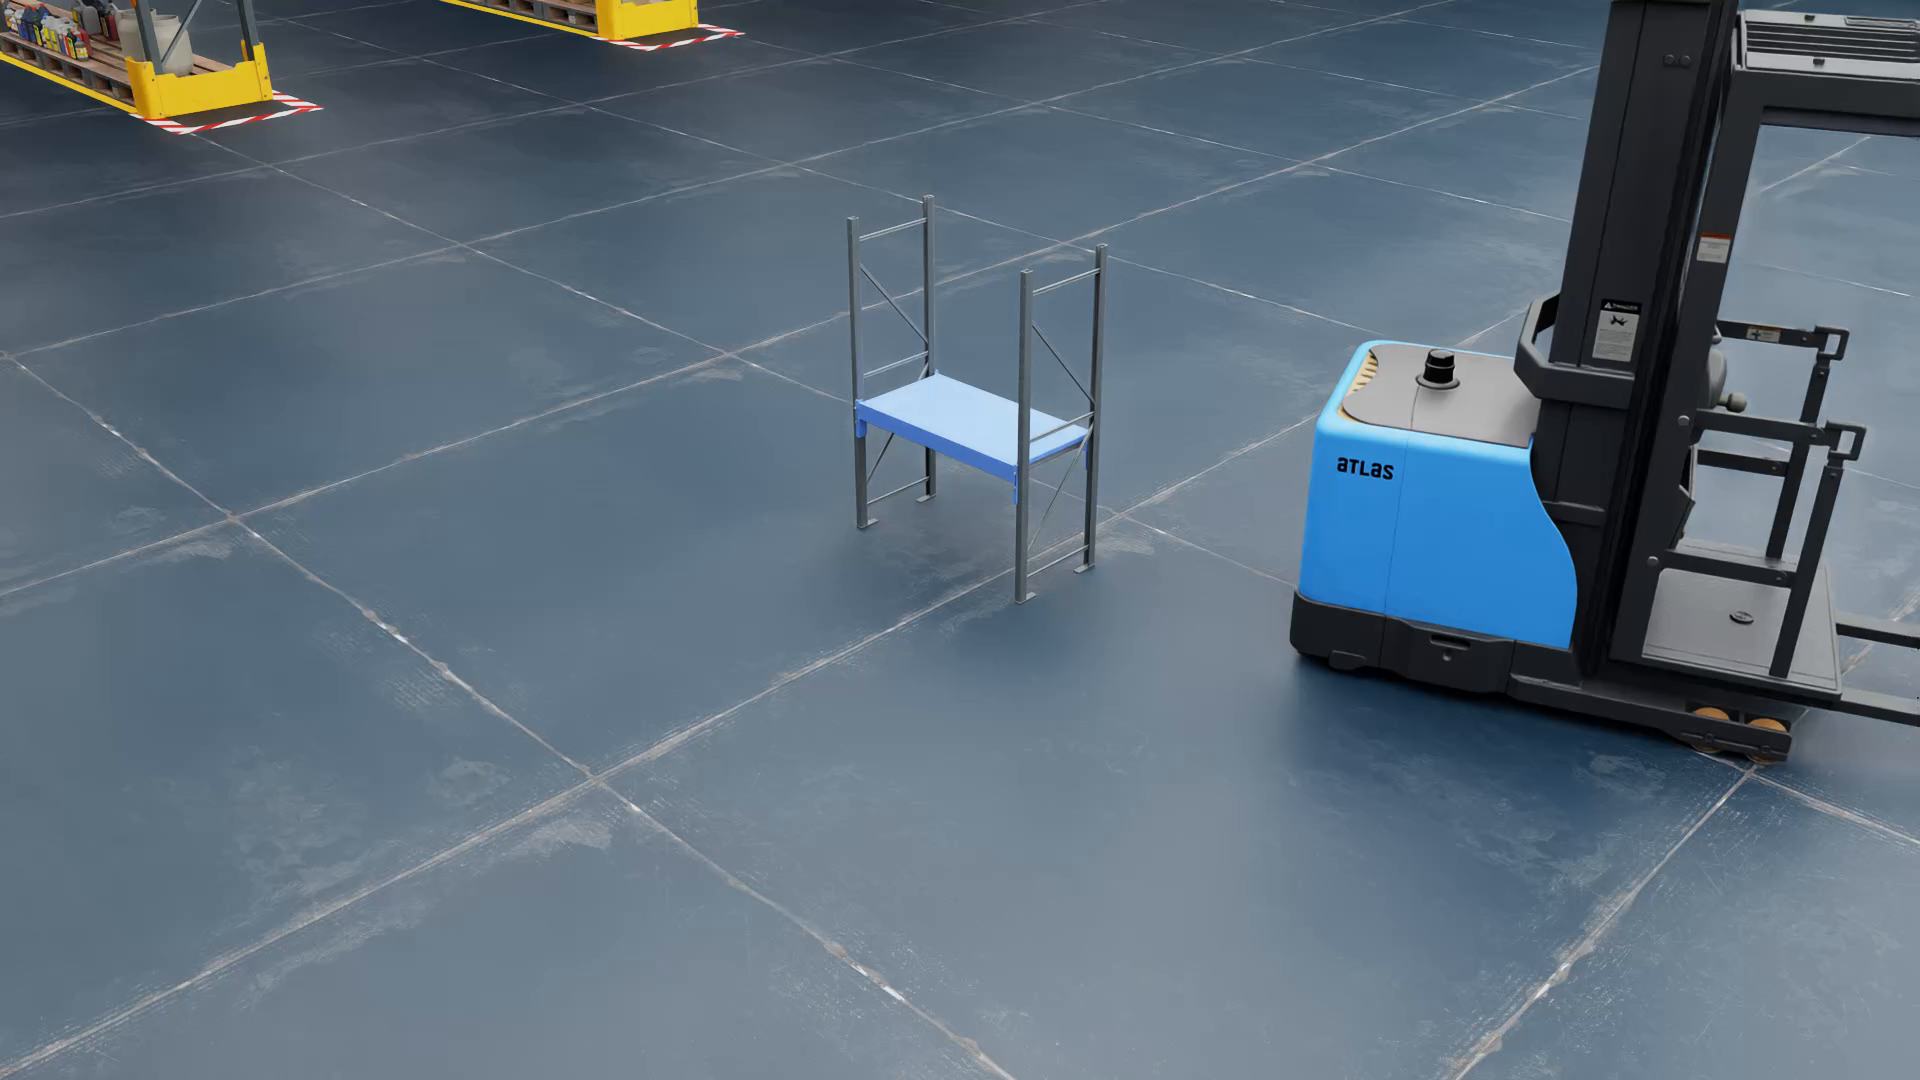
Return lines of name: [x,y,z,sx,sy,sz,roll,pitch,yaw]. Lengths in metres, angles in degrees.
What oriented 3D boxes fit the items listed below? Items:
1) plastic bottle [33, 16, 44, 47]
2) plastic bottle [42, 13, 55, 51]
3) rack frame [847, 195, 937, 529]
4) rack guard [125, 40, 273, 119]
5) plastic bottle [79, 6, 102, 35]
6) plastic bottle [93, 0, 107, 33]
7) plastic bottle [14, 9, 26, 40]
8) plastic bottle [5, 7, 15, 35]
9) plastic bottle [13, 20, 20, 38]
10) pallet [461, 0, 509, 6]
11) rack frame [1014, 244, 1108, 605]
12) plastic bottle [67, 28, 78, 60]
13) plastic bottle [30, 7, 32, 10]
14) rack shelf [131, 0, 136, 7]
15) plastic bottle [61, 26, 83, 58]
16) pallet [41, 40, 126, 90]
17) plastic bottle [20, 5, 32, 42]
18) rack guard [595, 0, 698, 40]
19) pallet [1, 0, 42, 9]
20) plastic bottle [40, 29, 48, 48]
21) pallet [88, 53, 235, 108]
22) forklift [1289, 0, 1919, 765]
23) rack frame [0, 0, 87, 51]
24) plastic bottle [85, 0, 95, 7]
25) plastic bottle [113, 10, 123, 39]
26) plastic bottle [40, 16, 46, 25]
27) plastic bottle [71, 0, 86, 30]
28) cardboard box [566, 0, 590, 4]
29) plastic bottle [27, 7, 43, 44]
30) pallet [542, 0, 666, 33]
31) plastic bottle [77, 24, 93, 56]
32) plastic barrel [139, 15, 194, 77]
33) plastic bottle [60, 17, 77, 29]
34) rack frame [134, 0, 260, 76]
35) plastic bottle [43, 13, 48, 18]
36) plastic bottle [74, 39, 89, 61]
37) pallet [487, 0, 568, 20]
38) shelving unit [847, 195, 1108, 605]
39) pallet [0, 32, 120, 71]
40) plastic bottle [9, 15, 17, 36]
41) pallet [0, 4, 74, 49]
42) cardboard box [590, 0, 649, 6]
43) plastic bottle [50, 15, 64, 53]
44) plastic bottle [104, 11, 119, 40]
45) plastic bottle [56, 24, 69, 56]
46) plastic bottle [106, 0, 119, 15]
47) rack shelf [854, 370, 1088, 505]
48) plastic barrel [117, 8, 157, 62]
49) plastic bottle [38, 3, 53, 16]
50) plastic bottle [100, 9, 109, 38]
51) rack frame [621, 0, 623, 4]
plastic bottle: [-9.226,-5.099,16.670,0.061,0.283,0.133,-23,36,-37]
plastic bottle: [-9.011,-5.058,16.519,0.185,0.351,0.144,24,36,38]
rack frame: [-0.302,-0.802,7.663,0.032,1.500,0.500,25,36,38]
rack guard: [-6.968,-4.235,15.266,0.348,0.500,1.175,25,36,38]
plastic bottle: [-9.021,-5.392,17.235,0.135,0.276,0.152,25,36,38]
plastic bottle: [-8.935,-5.482,17.326,0.185,0.351,0.144,22,35,36]
plastic bottle: [-9.564,-5.280,17.023,0.152,0.276,0.135,-24,36,-37]
plastic bottle: [-9.814,-5.375,17.207,0.097,0.271,0.097,0,28,0]
plastic bottle: [-9.669,-5.277,17.097,0.097,0.201,0.097,0,28,0]
pallet: [-5.757,-6.839,20.530,1.213,0.211,1.003,25,36,38]
rack frame: [0.423,-0.470,7.033,0.032,1.500,0.500,25,36,38]
plastic bottle: [-8.594,-4.810,16.121,0.061,0.283,0.133,-24,36,-38]
plastic bottle: [-9.490,-5.319,17.089,0.133,0.283,0.061,25,36,38]
rack shelf: [-8.307,-5.666,16.075,4.000,0.370,1.077,25,36,38]
plastic bottle: [-8.659,-4.866,16.235,0.135,0.276,0.152,25,37,39]
pallet: [-8.410,-4.772,16.598,1.213,0.211,1.003,25,36,38]
plastic bottle: [-9.449,-5.258,16.900,0.144,0.351,0.185,-24,36,-38]
rack guard: [-3.463,-5.894,18.422,0.348,0.500,1.175,25,36,38]
pallet: [-11.195,-6.044,19.018,1.213,0.211,1.003,25,36,38]
plastic bottle: [-9.129,-5.030,16.627,0.097,0.201,0.097,0,28,0]
pallet: [-7.544,-4.374,15.841,1.213,0.211,1.003,25,36,38]
forklift: [2.916,-0.746,6.020,3.031,2.935,1.130,11,30,20]
rack frame: [-9.734,-6.637,17.149,0.127,3.000,1.000,25,36,38]
plastic bottle: [-9.072,-5.545,17.445,0.185,0.351,0.144,23,36,37]
plastic bottle: [-8.592,-5.289,17.040,0.152,0.276,0.135,-25,36,-38]
plastic bottle: [-9.183,-5.126,16.734,0.097,0.271,0.097,0,28,0]
plastic bottle: [-9.173,-5.497,17.354,0.185,0.351,0.144,25,36,38]
cardboard box: [-4.293,-6.448,19.024,0.500,0.500,0.500,-15,31,-27]
plastic bottle: [-9.314,-5.197,16.783,0.185,0.351,0.144,23,35,36]
pallet: [-4.018,-6.043,19.015,1.213,0.211,1.003,25,36,38]
plastic bottle: [-8.585,-4.905,16.301,0.133,0.283,0.061,25,36,38]
plastic barrel: [-7.404,-4.606,15.508,0.421,0.512,0.421,0,28,0]
plastic bottle: [-8.925,-5.082,16.646,0.135,0.276,0.152,25,36,38]
rack frame: [-6.881,-5.332,14.667,0.127,3.000,1.000,25,36,38]
plastic bottle: [-9.261,-5.216,16.905,0.097,0.271,0.097,0,28,0]
plastic bottle: [-8.498,-4.742,16.079,0.097,0.201,0.097,0,28,0]
pallet: [-4.883,-6.441,19.772,1.213,0.211,1.003,25,36,38]
shelving unit: [0.061,-0.636,7.348,1.048,1.500,0.538,25,36,38]
pallet: [-9.284,-5.170,17.355,1.213,0.211,1.003,25,36,38]
plastic bottle: [-9.741,-5.310,17.160,0.097,0.201,0.097,0,28,0]
pallet: [-10.321,-5.646,18.261,1.213,0.211,1.003,25,36,38]
cardboard box: [-3.842,-6.264,18.675,0.500,0.500,0.500,-18,33,-30]
plastic bottle: [-8.879,-4.997,16.404,0.144,0.351,0.185,-24,36,-37]
plastic bottle: [-8.666,-5.257,16.971,0.133,0.283,0.061,25,36,38]
plastic bottle: [-8.758,-4.911,16.321,0.135,0.276,0.152,23,36,37]
plastic bottle: [-8.705,-5.377,17.126,0.185,0.351,0.144,24,36,38]
rack shelf: [0.061,-0.477,7.432,1.000,0.185,0.538,25,36,38]
plastic barrel: [-7.762,-4.769,15.819,0.421,0.512,0.421,0,28,0]
plastic bottle: [-9.348,-5.306,16.991,0.185,0.351,0.144,25,36,38]
plastic bottle: [-8.759,-5.304,17.061,0.133,0.283,0.061,25,36,38]
rack frame: [-3.409,-6.975,17.793,0.127,3.000,1.000,25,36,38]
